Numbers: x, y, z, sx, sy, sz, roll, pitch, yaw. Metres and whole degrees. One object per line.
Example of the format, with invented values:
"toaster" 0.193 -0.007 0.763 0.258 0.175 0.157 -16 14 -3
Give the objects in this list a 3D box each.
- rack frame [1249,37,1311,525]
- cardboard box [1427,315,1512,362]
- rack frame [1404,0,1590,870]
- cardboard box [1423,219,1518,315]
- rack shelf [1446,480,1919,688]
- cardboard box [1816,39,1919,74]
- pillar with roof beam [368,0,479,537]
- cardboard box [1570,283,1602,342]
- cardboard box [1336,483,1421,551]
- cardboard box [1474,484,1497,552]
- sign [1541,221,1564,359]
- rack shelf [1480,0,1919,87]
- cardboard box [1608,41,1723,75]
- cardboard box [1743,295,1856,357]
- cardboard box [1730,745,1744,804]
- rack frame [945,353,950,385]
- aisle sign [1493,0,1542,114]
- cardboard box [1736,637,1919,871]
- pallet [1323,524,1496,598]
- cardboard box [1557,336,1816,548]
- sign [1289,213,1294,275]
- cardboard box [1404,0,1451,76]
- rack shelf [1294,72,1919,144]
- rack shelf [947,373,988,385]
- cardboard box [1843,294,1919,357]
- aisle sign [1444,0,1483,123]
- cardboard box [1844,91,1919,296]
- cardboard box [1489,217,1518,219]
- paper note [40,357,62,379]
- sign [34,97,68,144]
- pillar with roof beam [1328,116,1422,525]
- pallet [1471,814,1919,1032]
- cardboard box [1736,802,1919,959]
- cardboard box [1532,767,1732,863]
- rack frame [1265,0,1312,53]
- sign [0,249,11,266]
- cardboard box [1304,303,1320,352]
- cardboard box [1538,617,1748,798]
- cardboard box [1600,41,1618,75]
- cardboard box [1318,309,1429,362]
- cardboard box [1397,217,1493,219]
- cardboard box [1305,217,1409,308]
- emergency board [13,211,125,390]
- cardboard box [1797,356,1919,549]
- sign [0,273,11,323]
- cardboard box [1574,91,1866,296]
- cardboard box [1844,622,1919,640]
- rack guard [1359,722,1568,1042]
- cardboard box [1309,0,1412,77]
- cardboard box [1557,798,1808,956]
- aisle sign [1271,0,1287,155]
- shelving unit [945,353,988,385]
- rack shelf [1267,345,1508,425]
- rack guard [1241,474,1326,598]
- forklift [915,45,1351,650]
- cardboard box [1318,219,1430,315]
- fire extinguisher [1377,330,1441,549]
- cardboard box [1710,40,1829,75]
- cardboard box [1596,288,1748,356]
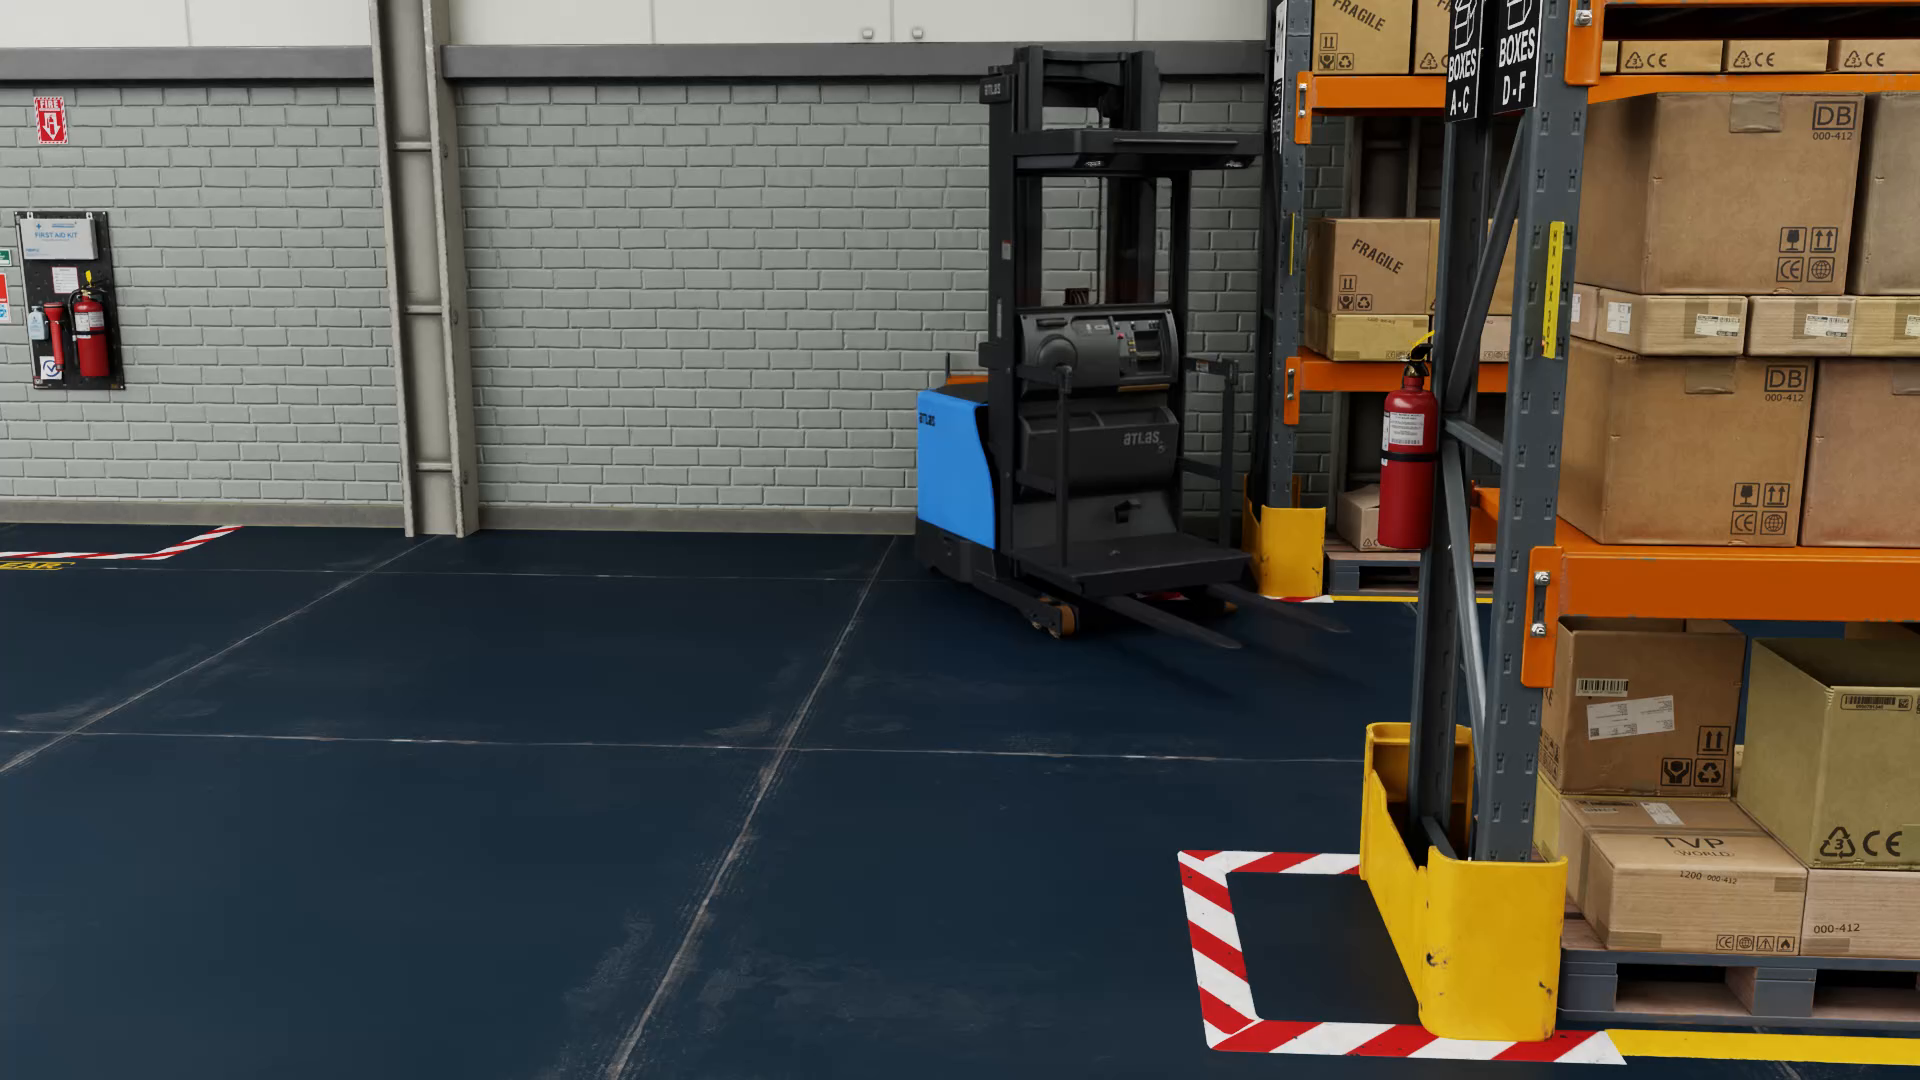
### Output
"rack frame" 1.809 -1.270 9.514 0.127 3.000 1.000 1 12 4
"cardboard box" 2.794 -1.131 9.166 0.500 0.250 0.500 0 12 2
"rack frame" 1.482 -0.258 4.676 0.127 3.000 1.000 1 12 4
"cardboard box" 2.758 -1.497 9.084 0.500 0.500 0.500 1 12 4
"rack shelf" 3.478 0.121 4.619 4.000 0.370 1.077 1 12 4
"cardboard box" 4.776 -2.708 8.771 0.500 0.500 0.500 0 12 -1
"pillar with roof beam" -3.709 -3.576 5.887 0.400 9.000 9.100 1 12 4
"cardboard box" 1.876 -0.658 4.761 0.250 0.149 0.380 1 12 3
"cardboard box" 2.494 -0.142 9.611 0.500 0.311 0.500 -1 12 -3
"cardboard box" 3.062 -0.134 9.574 0.500 0.311 0.500 2 12 8
"sign" 1.439 -0.607 4.038 0.005 0.325 0.100 1 12 4
"rack shelf" 3.478 -1.347 4.312 4.000 0.370 1.077 1 12 4
"cardboard box" 3.714 -2.718 8.815 0.500 0.500 0.500 2 12 7
"cardboard box" 2.123 -0.572 4.349 0.250 0.149 0.380 0 12 2
"cardboard box" 2.536 0.834 5.147 0.500 0.250 0.500 1 12 4
"rack frame" -0.078 -0.586 10.640 0.015 1.200 0.240 1 12 3
"aisle sign" 1.396 -1.469 4.115 0.004 0.787 0.394 1 12 4
"cardboard box" 2.501 0.574 4.555 0.500 0.500 0.500 1 12 4
"pallet" 2.693 0.114 9.707 1.213 0.211 1.003 1 12 4
"cardboard box" 1.947 -0.298 4.623 0.500 0.500 0.700 1 12 4
"sign" 1.773 -1.583 8.896 0.005 0.325 0.100 1 12 4
"cardboard box" 2.660 -2.727 8.859 0.500 0.500 0.500 2 12 8
"rack shelf" 3.805 -2.359 9.150 4.000 0.370 1.077 1 12 4
"rack shelf" 0.166 -0.968 10.546 0.480 0.148 0.258 1 12 3
"cardboard box" 2.372 -0.568 4.331 0.250 0.149 0.380 1 12 4
"aisle sign" 1.436 -1.592 4.701 0.004 0.787 0.394 1 12 4
"cardboard box" 2.525 -0.926 4.458 0.500 0.500 0.700 0 12 2
"cardboard box" 3.312 -1.596 9.555 0.500 0.500 0.500 0 12 2
"paper note" -6.056 -1.146 11.074 0.142 0.148 0.016 1 12 4
"sign" -5.886 -2.716 10.765 0.199 0.298 0.001 1 12 4
"pillar with roof beam" 2.278 -3.494 5.495 0.400 9.000 9.100 1 12 4
"pallet" 2.248 1.109 4.953 1.213 0.211 1.003 1 12 4
"cardboard box" 2.501 0.941 4.633 0.500 0.250 0.500 1 12 4
"cardboard box" 2.037 0.829 5.168 0.500 0.250 0.500 1 12 4
"rack frame" 1.809 -4.207 8.900 0.127 3.000 1.000 1 12 4
"sign" -6.425 -1.865 10.975 0.331 0.109 0.001 1 12 4
"cardboard box" 2.289 -1.240 9.686 0.500 0.250 0.500 1 12 5
"cardboard box" 2.037 0.462 5.094 0.500 0.500 0.500 1 12 4
"cardboard box" 3.178 -2.721 8.829 0.500 0.500 0.500 1 12 6
"cardboard box" 2.275 -1.135 9.186 0.500 0.250 0.500 0 12 2
"cardboard box" 2.795 -1.602 9.585 0.500 0.500 0.500 1 12 5
"cardboard box" 2.294 -1.611 9.628 0.500 0.500 0.500 1 12 3
"emergency board" -5.884 -1.561 10.905 0.643 1.169 0.194 1 12 4
"cardboard box" 2.471 -0.292 4.593 0.500 0.500 0.700 1 12 5
"sign" -6.429 -1.607 11.038 0.234 0.329 0.001 1 12 4
"cardboard box" 2.000 -0.932 4.487 0.500 0.500 0.700 1 12 4
"cardboard box" 3.036 0.472 5.042 0.500 0.500 0.500 1 12 4
"rack guard" 1.458 0.965 4.934 0.348 0.500 1.175 1 12 4
"cardboard box" 2.126 -2.742 8.929 0.500 0.500 0.500 1 12 5
"cardboard box" 2.002 0.935 4.662 0.500 0.250 0.500 1 12 4
"aisle sign" 1.717 -2.482 8.960 0.004 0.787 0.394 1 12 4
"shelving unit" 0.166 -0.583 10.627 0.503 1.200 0.258 1 12 3
"rack shelf" 3.805 -0.891 9.457 4.000 0.370 1.077 1 12 4
"rack guard" 1.885 -0.046 9.765 0.348 0.500 1.175 1 12 4
"forklift" 0.836 -1.043 8.597 1.130 2.935 3.031 -6 13 -26
"cardboard box" 2.266 -1.506 9.126 0.500 0.500 0.500 1 12 4
"fire extinguisher" 1.395 -0.317 5.146 0.183 0.674 0.296 1 12 4
"cardboard box" 4.221 -2.708 8.770 0.500 0.500 0.500 0 12 2
"cardboard box" 1.859 -0.575 4.364 0.250 0.149 0.380 1 12 3
